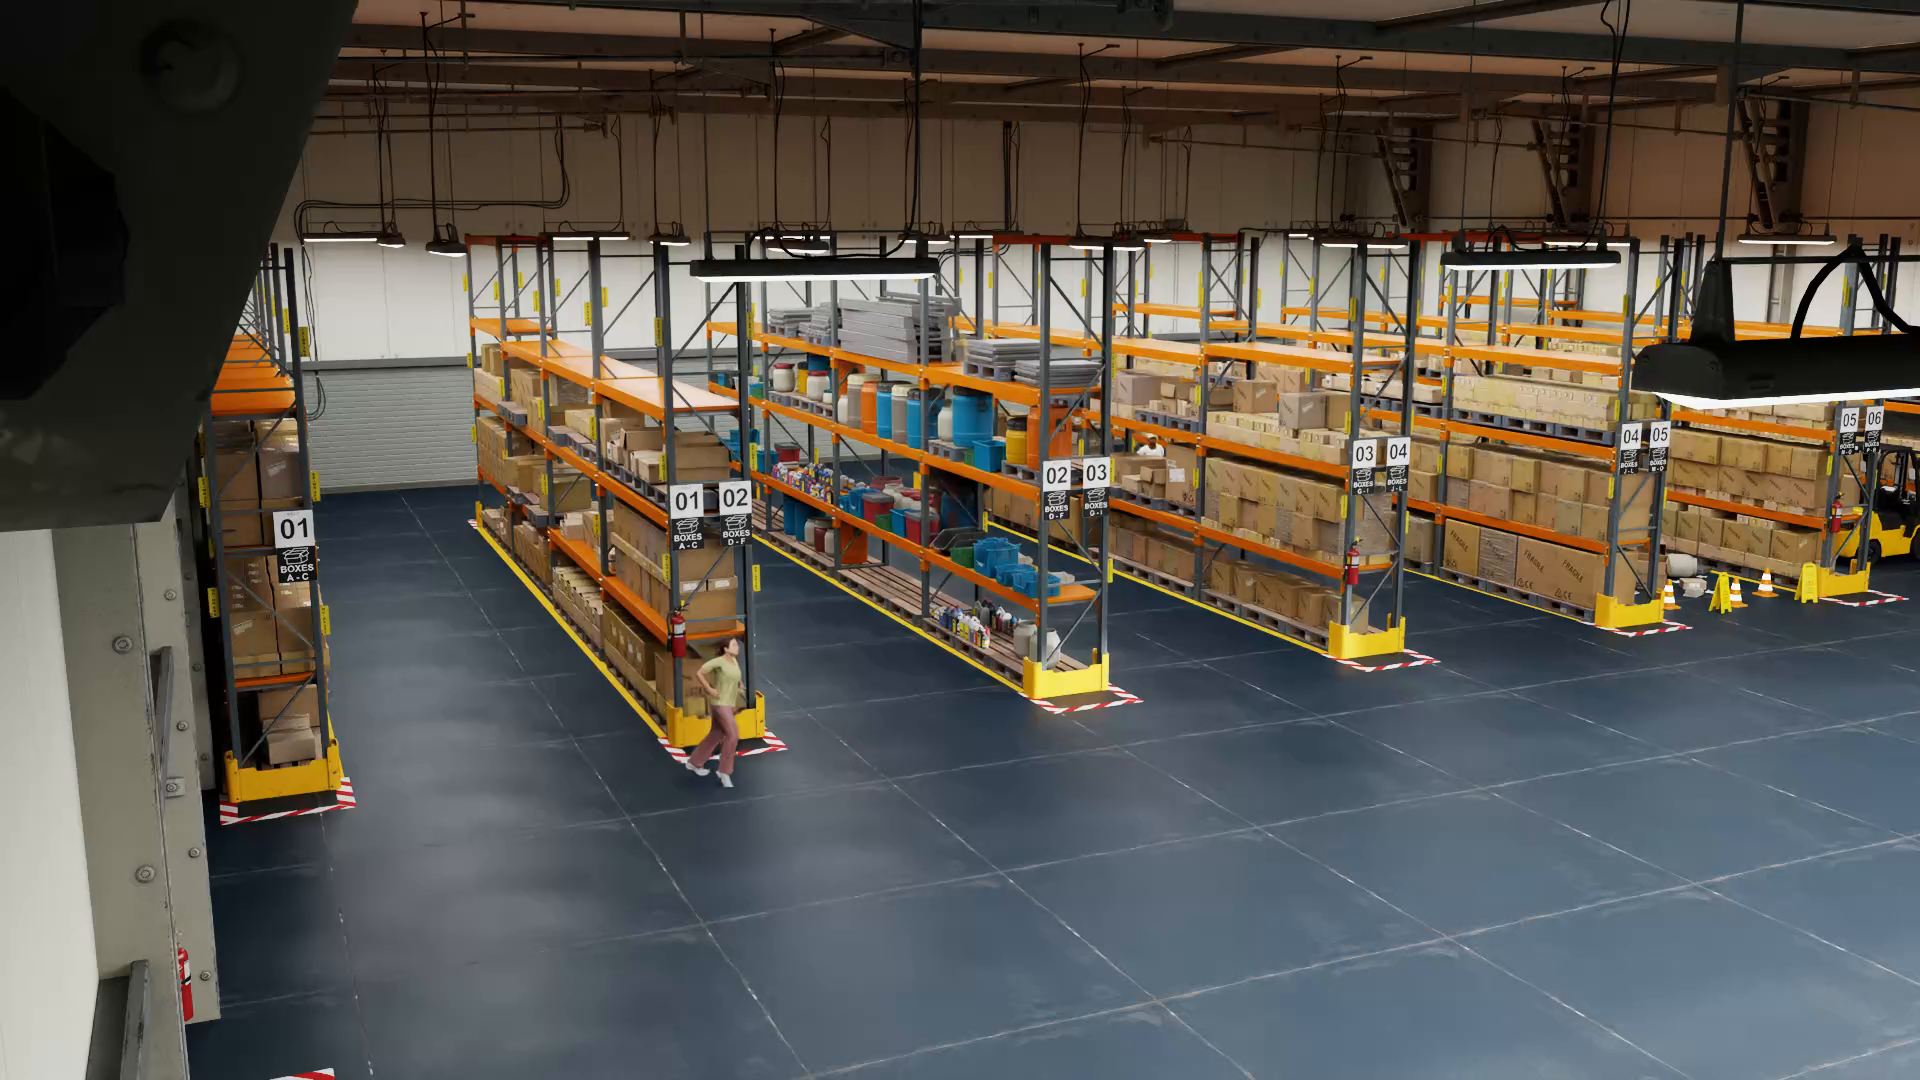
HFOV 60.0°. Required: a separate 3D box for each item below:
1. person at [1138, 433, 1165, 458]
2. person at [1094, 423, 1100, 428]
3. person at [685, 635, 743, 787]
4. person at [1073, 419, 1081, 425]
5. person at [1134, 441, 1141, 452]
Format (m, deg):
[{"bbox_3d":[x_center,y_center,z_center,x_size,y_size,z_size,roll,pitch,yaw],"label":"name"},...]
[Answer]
[{"bbox_3d":[4.204,-1.485,36.284,0.699,1.728,0.506,-4,12,-19],"label":"person"},{"bbox_3d":[3.127,-1.854,38.381,0.594,1.724,0.641,-4,12,-18],"label":"person"},{"bbox_3d":[-2.780,1.924,18.997,0.672,1.713,0.634,3,11,17],"label":"person"},{"bbox_3d":[2.700,-2.039,39.335,0.692,1.674,0.647,-1,11,-4],"label":"person"},{"bbox_3d":[4.507,-2.610,42.016,0.944,1.746,0.698,6,12,27],"label":"person"}]
